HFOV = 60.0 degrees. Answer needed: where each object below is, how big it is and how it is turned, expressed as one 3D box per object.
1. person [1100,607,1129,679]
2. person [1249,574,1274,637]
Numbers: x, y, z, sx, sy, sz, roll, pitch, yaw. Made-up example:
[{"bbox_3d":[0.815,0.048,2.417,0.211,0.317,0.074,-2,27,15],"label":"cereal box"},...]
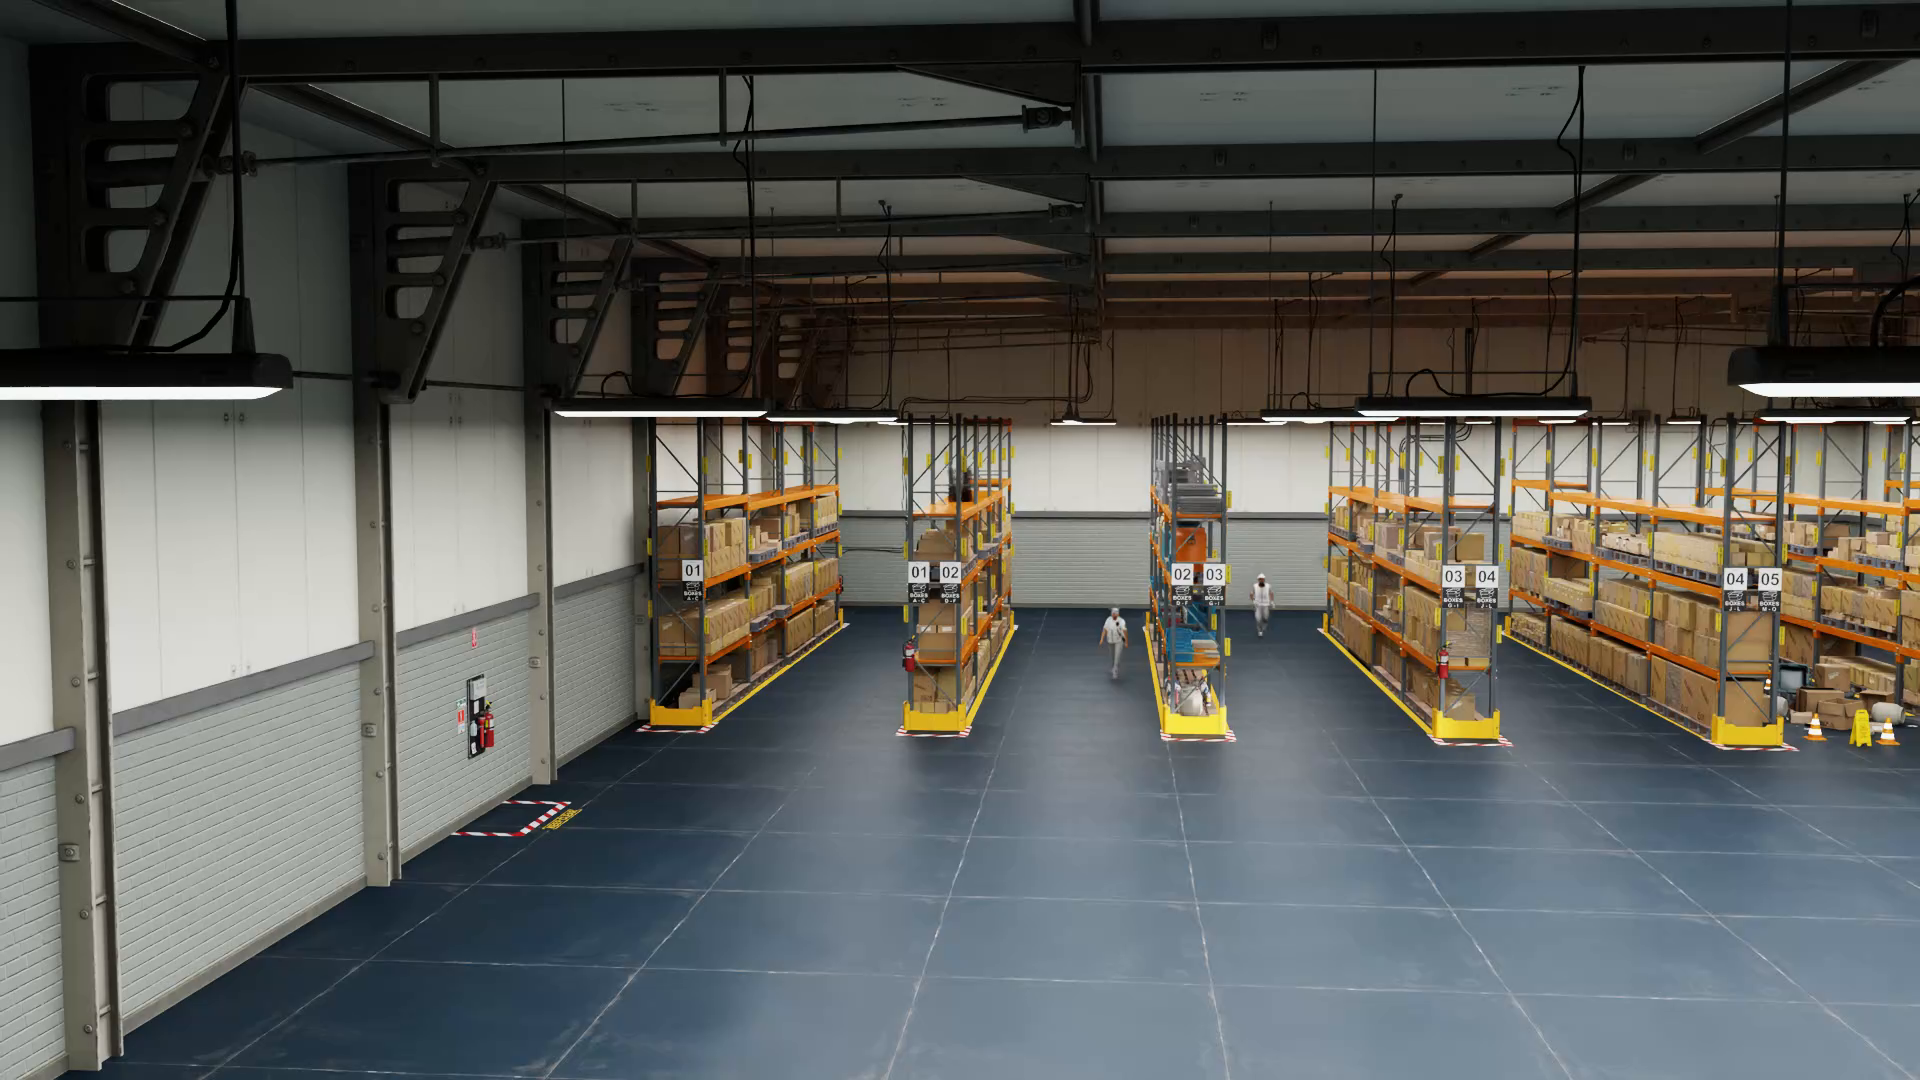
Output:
[{"bbox_3d":[3.575,2.341,38.320,0.643,1.612,0.912,2,5,32],"label":"person"},{"bbox_3d":[8.284,1.791,45.655,0.672,1.724,0.632,0,4,4],"label":"person"}]
